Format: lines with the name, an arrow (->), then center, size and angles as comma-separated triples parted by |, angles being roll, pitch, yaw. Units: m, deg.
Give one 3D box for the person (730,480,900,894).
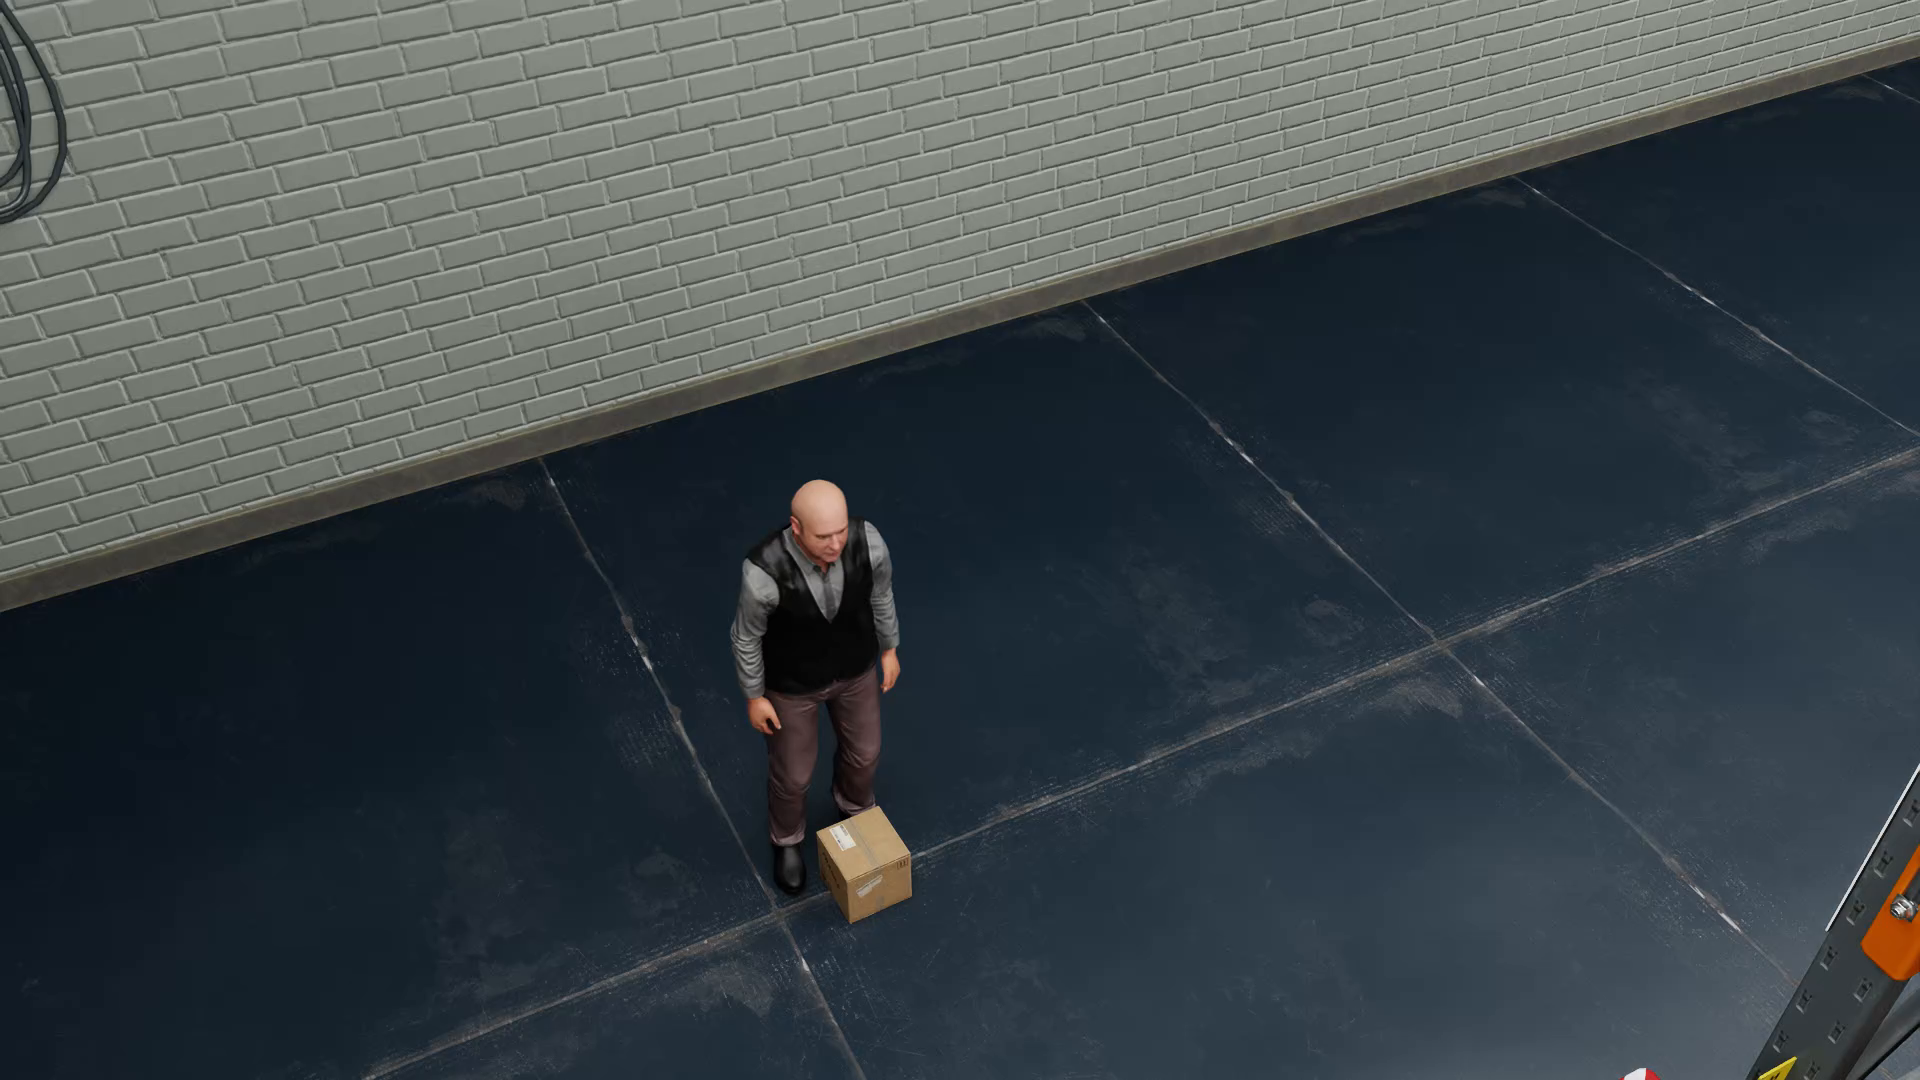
person -> -0.481, 0.487, 5.694 | 0.580, 1.619, 0.414 | -19, 44, -21
